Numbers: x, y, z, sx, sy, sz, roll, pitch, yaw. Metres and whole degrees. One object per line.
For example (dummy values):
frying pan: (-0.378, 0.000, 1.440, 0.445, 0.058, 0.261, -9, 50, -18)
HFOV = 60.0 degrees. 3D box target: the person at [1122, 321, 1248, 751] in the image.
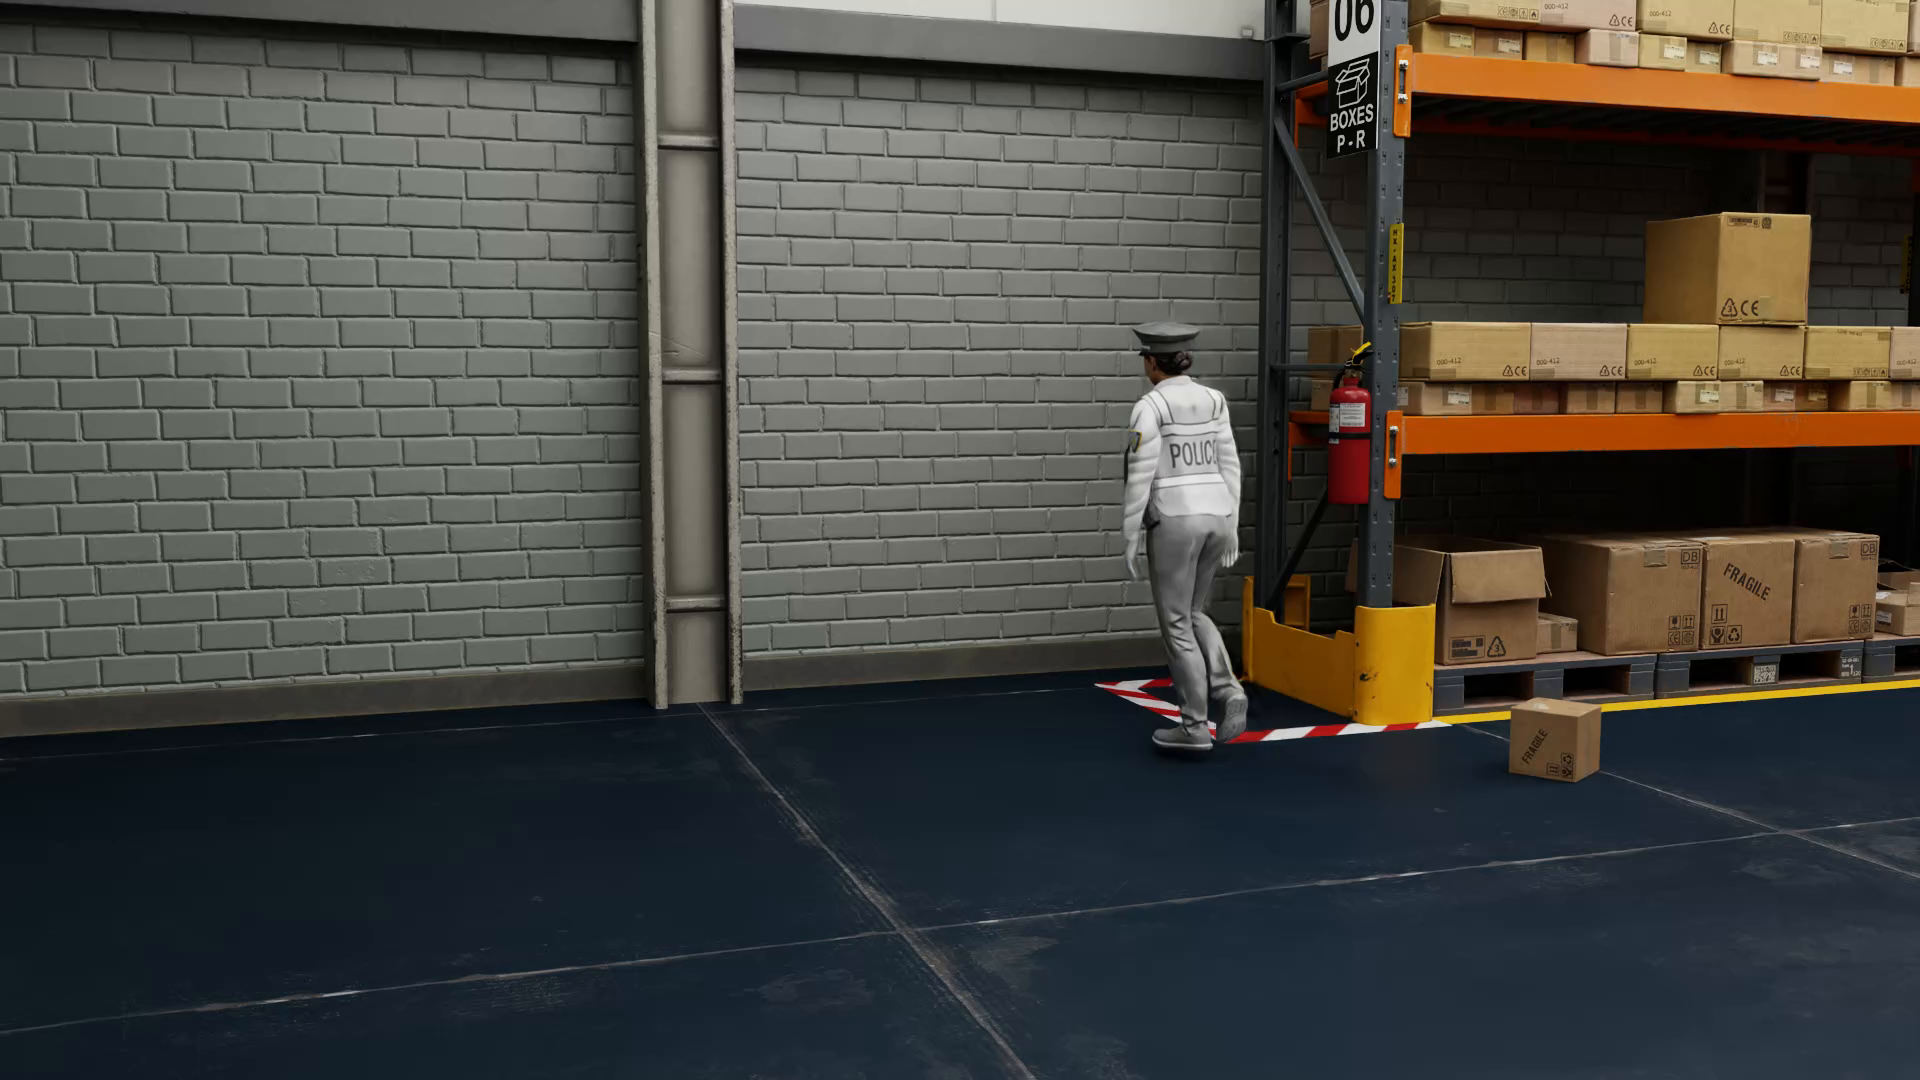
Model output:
person: (14.011, -1.949, 4.805, 19.660, 5.841, 18.646, -4, 7, -37)
